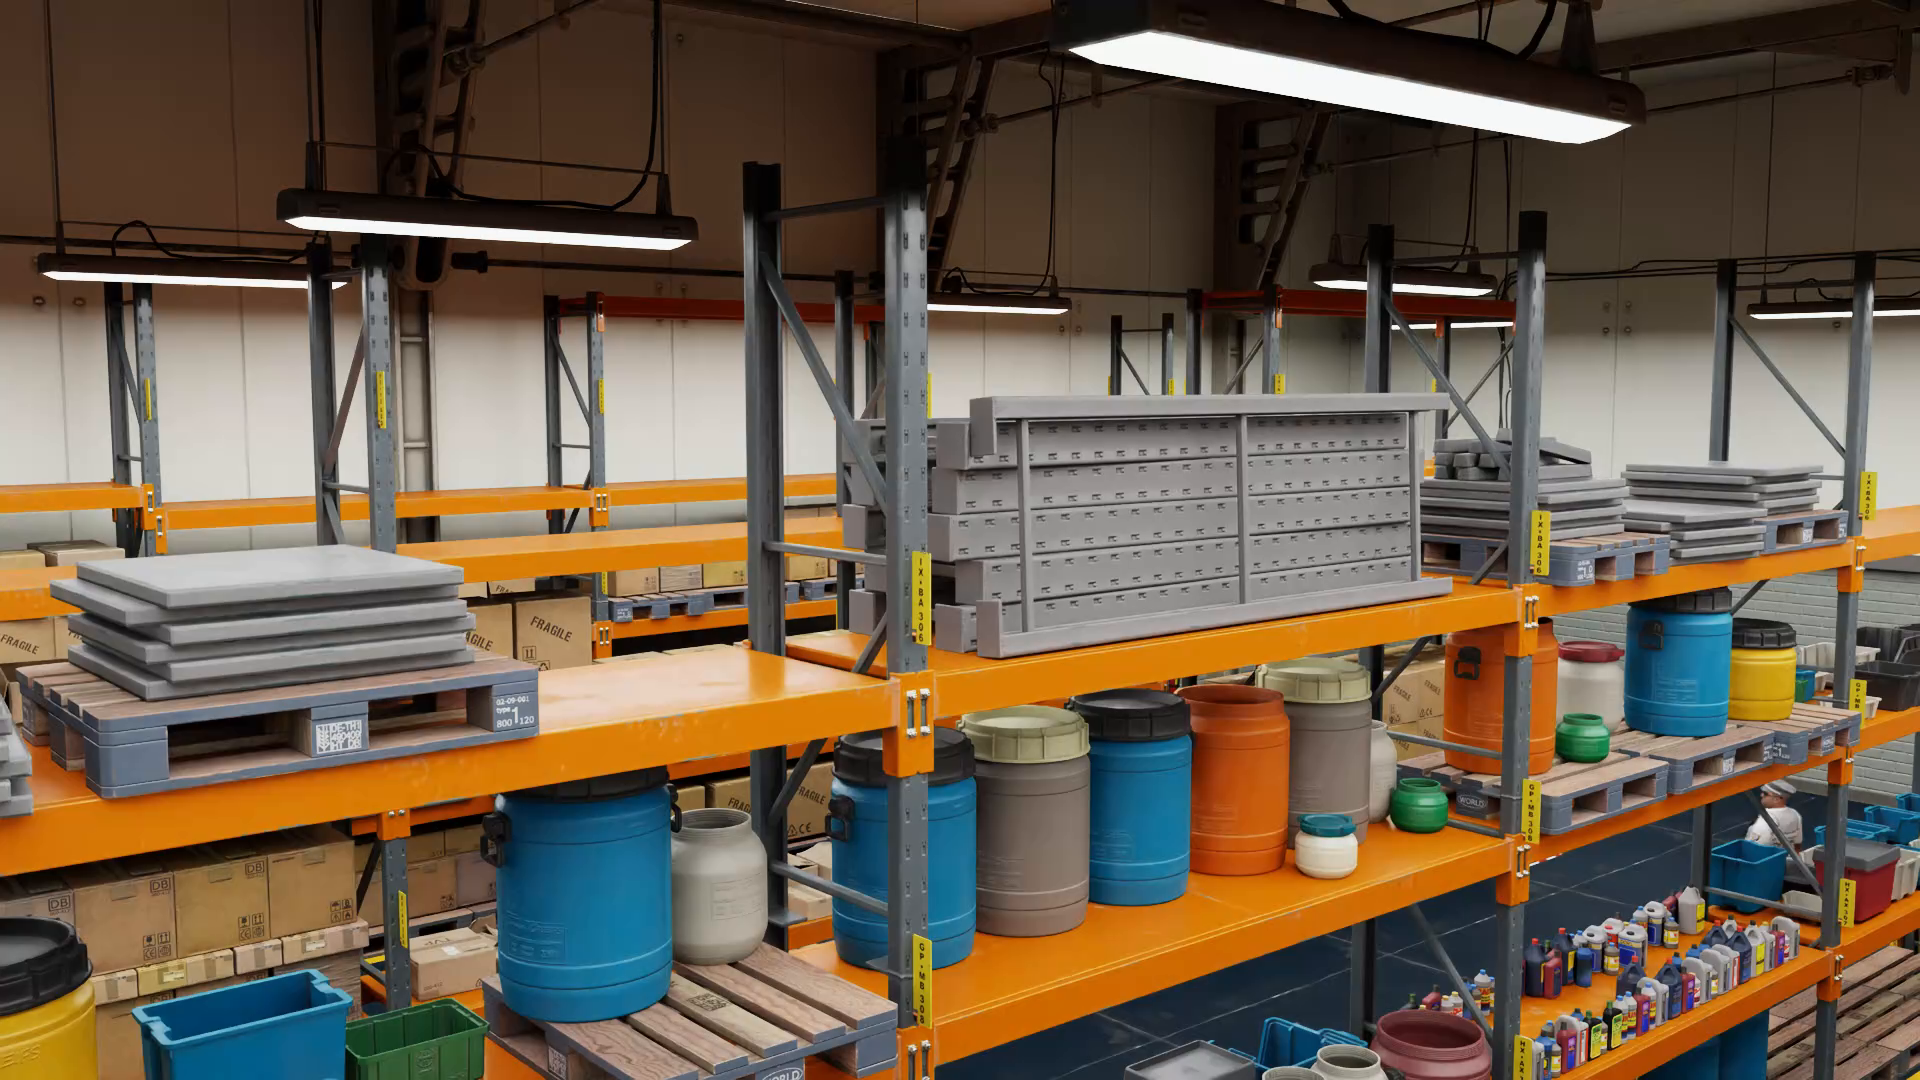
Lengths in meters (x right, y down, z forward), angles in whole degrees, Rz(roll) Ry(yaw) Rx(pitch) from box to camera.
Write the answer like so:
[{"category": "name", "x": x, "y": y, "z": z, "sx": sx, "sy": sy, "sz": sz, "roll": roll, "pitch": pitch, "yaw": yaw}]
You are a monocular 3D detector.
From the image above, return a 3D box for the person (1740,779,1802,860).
[{"category": "person", "x": 6.957, "y": 2.934, "z": 14.317, "sx": 0.588, "sy": 1.848, "sz": 0.490, "roll": 0, "pitch": 6, "yaw": 0}]
